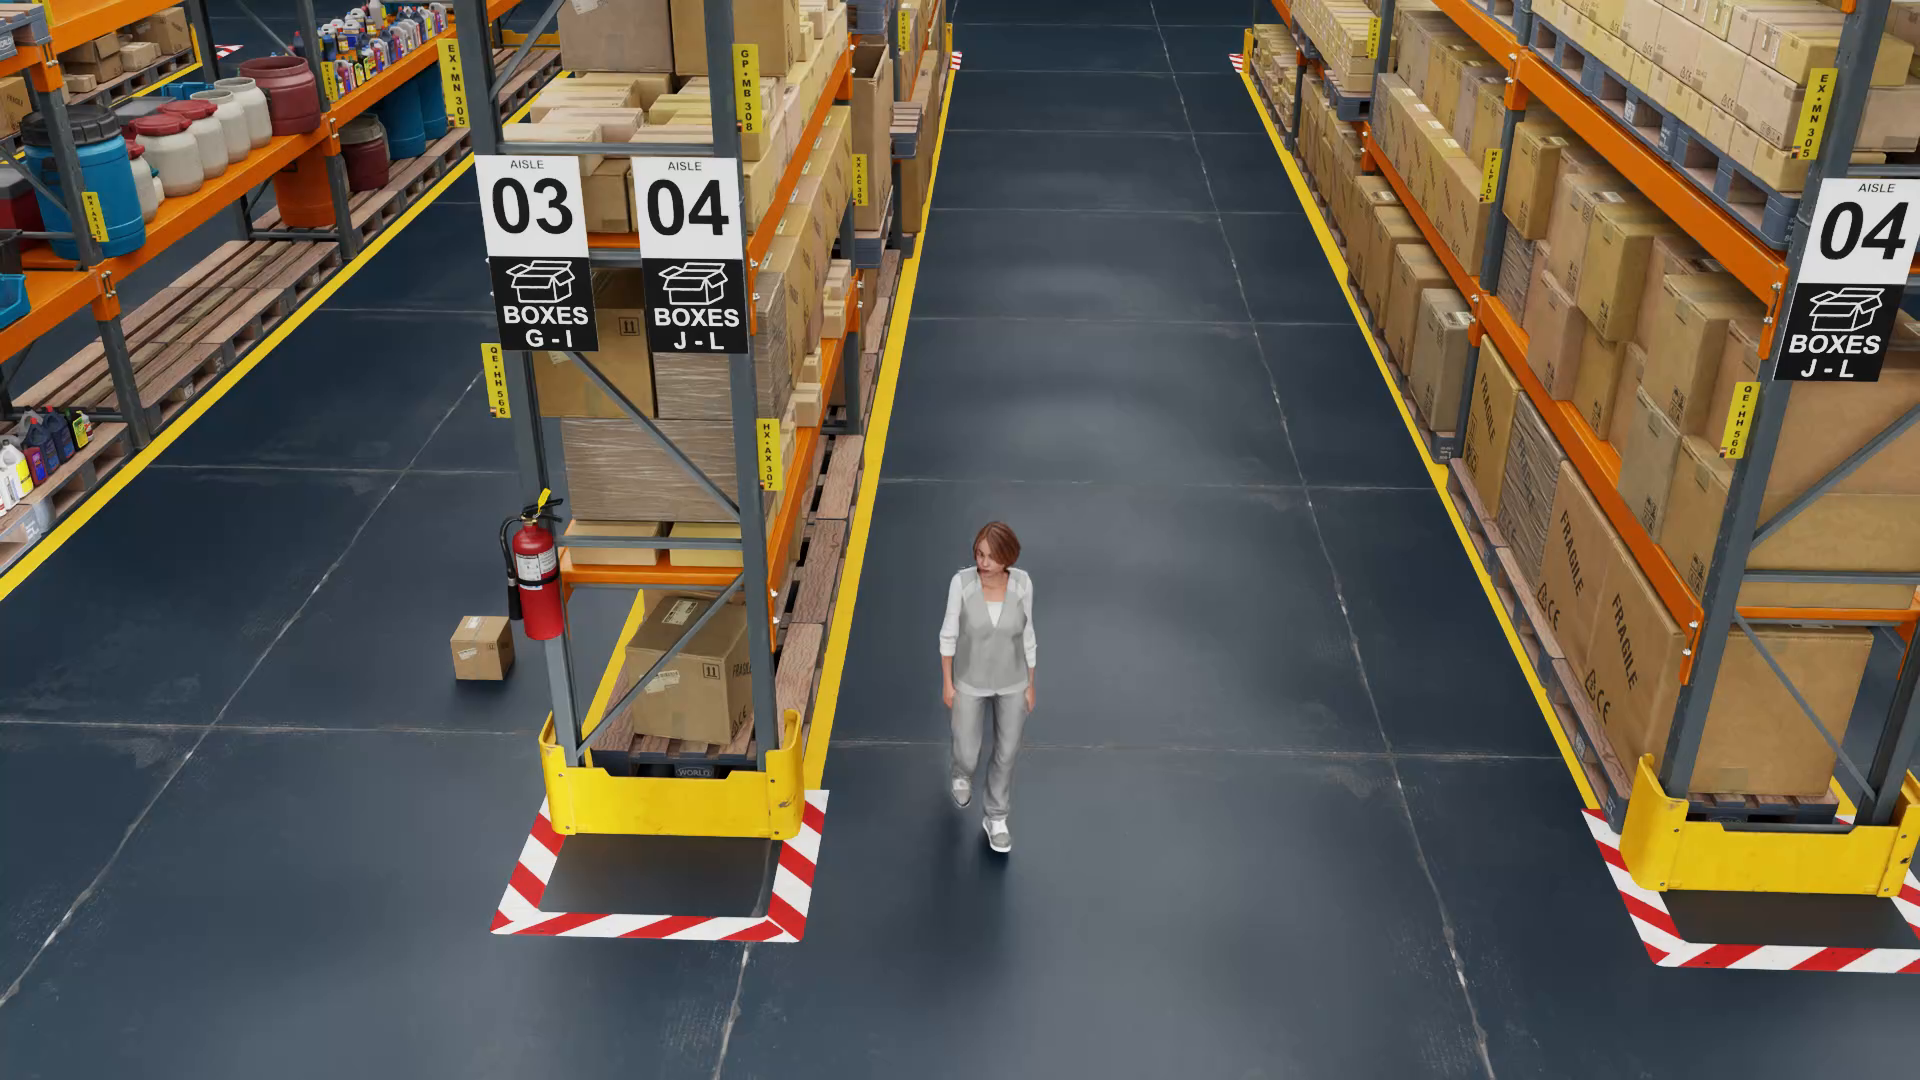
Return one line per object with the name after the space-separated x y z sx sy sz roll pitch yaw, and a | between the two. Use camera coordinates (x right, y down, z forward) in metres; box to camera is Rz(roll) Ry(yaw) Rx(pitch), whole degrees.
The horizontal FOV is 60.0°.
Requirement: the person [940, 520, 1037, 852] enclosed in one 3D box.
0.123 0.629 7.411 0.423 1.587 0.503 -4 29 -7 | person
